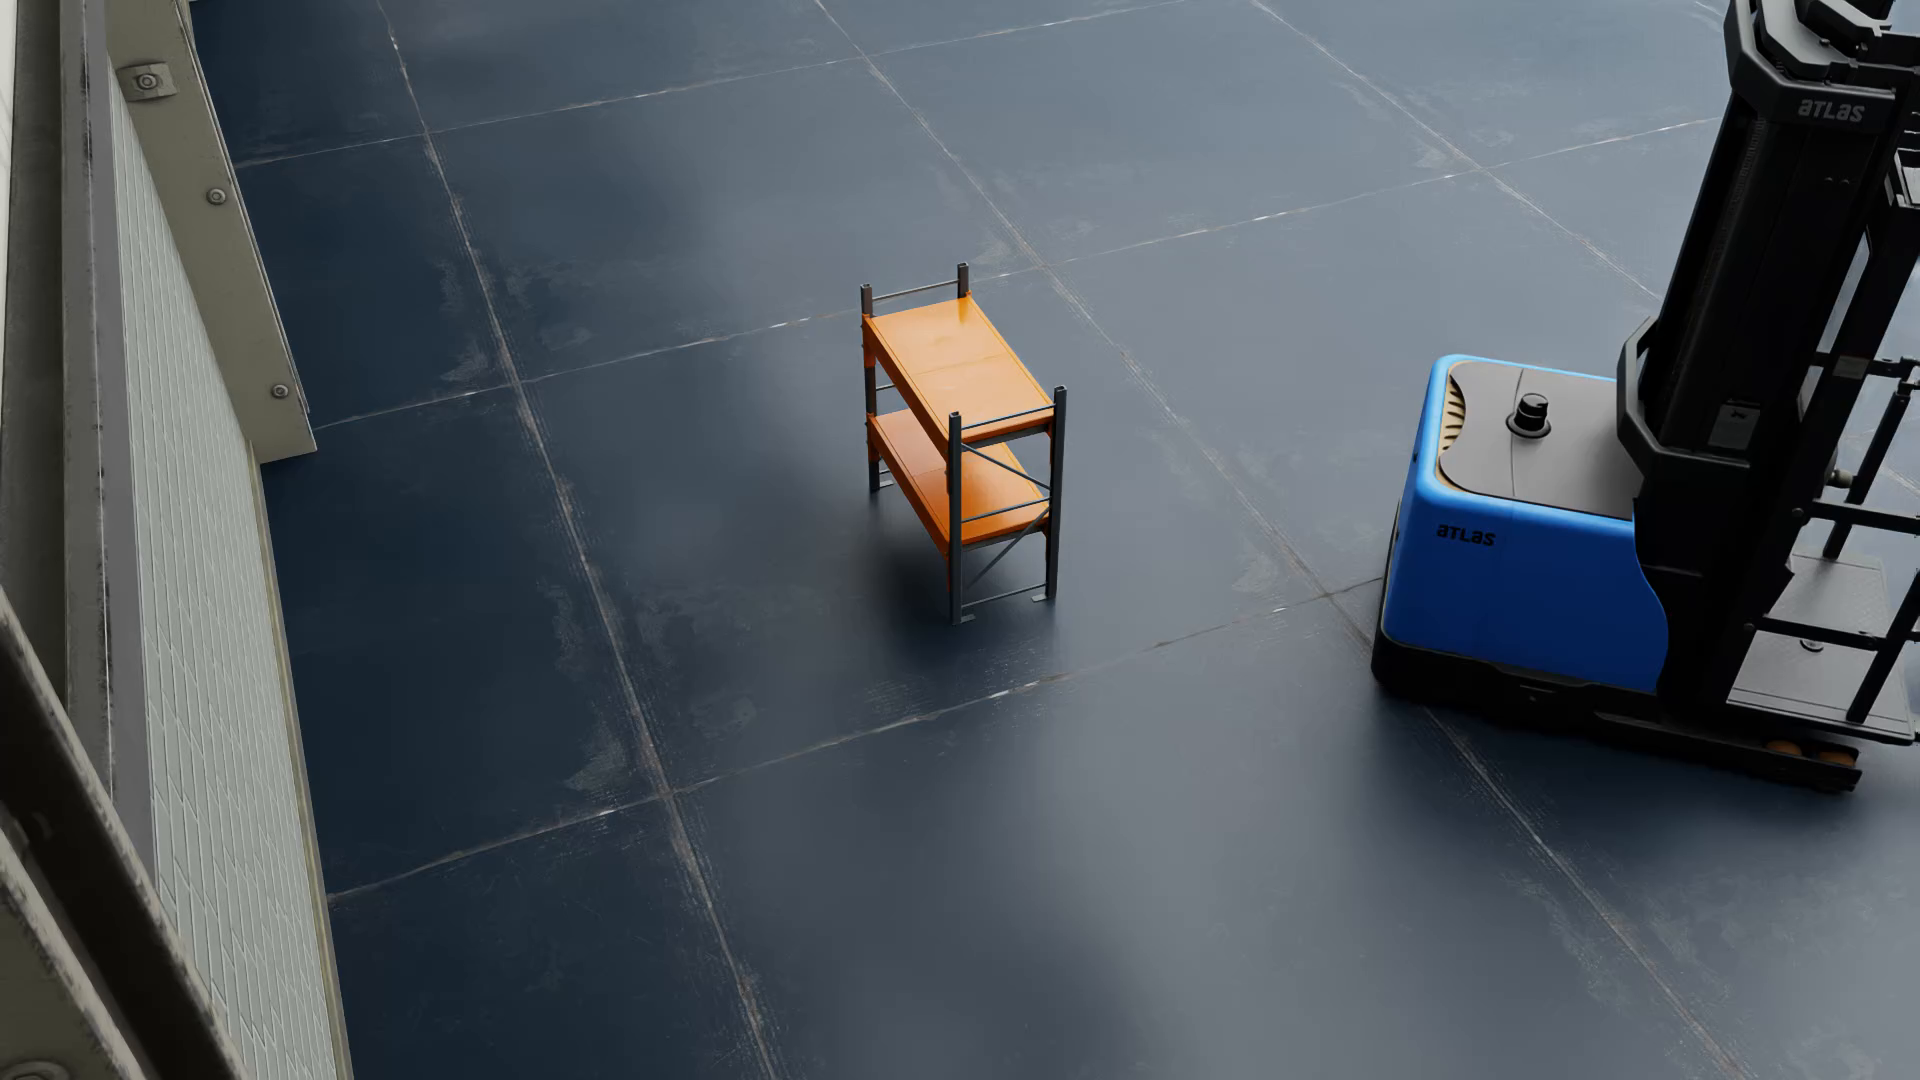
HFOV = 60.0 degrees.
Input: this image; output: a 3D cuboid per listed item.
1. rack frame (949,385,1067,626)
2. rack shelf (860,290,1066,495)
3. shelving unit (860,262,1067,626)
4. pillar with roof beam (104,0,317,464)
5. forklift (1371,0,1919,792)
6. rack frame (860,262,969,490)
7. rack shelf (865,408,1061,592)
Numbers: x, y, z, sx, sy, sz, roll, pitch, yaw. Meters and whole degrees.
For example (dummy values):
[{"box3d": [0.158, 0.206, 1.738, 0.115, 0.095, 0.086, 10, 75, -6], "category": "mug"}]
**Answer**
[{"box3d": [0.192, -0.124, 6.950, 0.500, 1.125, 0.032, -15, 43, -17], "category": "rack frame"}, {"box3d": [-0.003, -0.652, 7.116, 0.538, 0.278, 1.000, -15, 43, -17], "category": "rack shelf"}, {"box3d": [-0.003, -0.431, 7.307, 0.538, 1.125, 1.048, -15, 43, -17], "category": "shelving unit"}, {"box3d": [0.597, -5.005, 6.588, 9.100, 9.000, 0.400, -15, 43, -17], "category": "pillar with roof beam"}, {"box3d": [3.288, -0.513, 6.018, 3.031, 2.935, 1.130, 11, 42, 12], "category": "forklift"}, {"box3d": [-0.197, -0.737, 7.663, 0.500, 1.125, 0.032, -15, 43, -17], "category": "rack frame"}, {"box3d": [-0.003, -0.245, 7.466, 0.538, 0.278, 1.000, -15, 43, -17], "category": "rack shelf"}]
